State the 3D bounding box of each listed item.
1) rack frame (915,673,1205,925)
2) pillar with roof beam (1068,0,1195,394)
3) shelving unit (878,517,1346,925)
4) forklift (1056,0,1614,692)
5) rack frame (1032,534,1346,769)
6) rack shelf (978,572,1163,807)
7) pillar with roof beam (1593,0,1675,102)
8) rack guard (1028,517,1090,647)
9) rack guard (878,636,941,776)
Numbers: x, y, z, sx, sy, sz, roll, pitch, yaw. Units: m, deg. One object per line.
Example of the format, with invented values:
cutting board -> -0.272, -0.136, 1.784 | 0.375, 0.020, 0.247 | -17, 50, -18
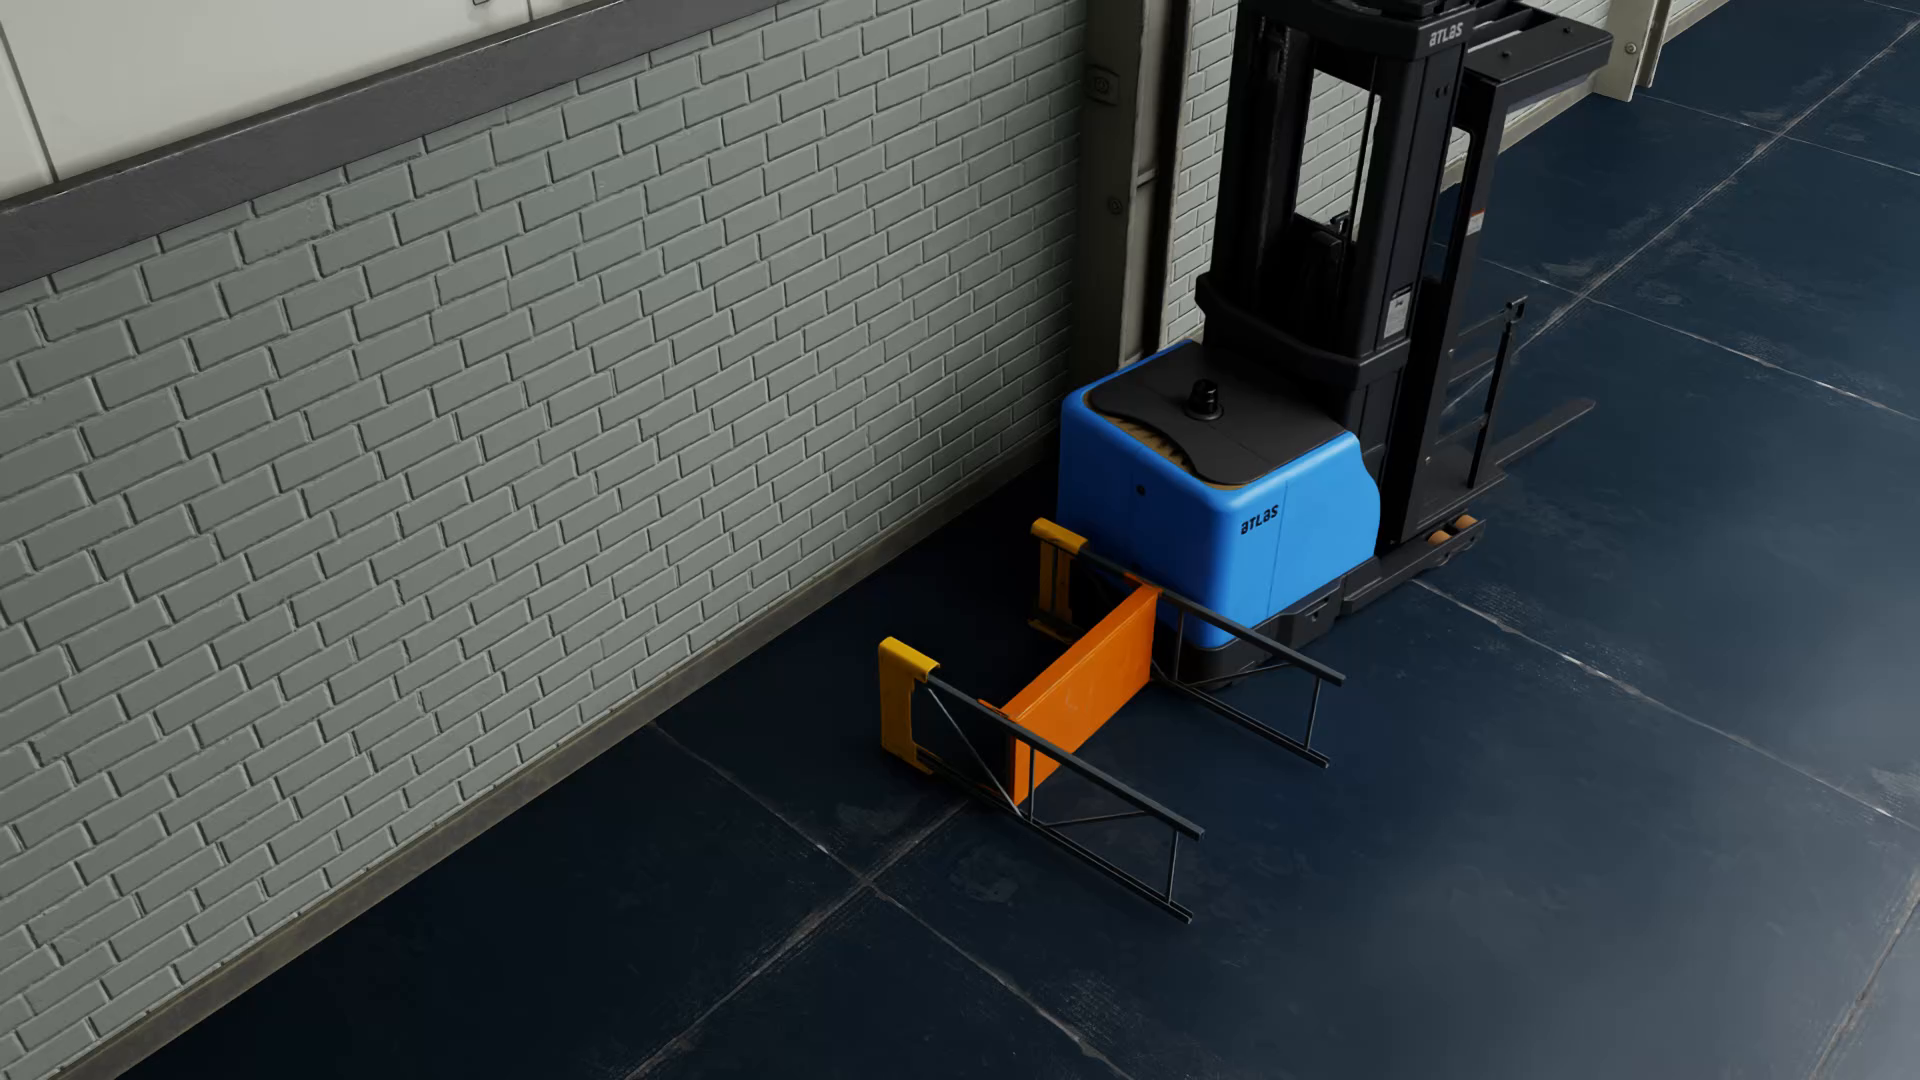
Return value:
rack frame -> 0.271, 0.927, 6.375 | 1.500, 0.500, 0.032 | 27, 46, 30
pillar with roof beam -> 3.974, -2.276, 3.666 | 9.100, 9.000, 0.400 | 30, 47, 32
shelving unit -> 0.598, 0.678, 6.689 | 1.500, 0.587, 1.083 | 27, 46, 30
forklift -> 1.886, -1.257, 7.260 | 3.031, 2.935, 1.130 | -26, 45, -29
rack frame -> 0.914, 0.437, 6.992 | 1.500, 0.500, 0.032 | 27, 46, 30
rack shelf -> 0.453, 0.611, 6.772 | 0.185, 0.538, 1.000 | 27, 46, 30
pillar with roof beam -> 8.022, -5.033, 7.133 | 9.100, 9.000, 0.400 | 30, 47, 32
rack guard -> 0.429, 0.191, 7.300 | 0.250, 0.587, 0.087 | 27, 46, 30
rack guard -> -0.201, 0.672, 6.696 | 0.250, 0.587, 0.087 | 27, 46, 30
